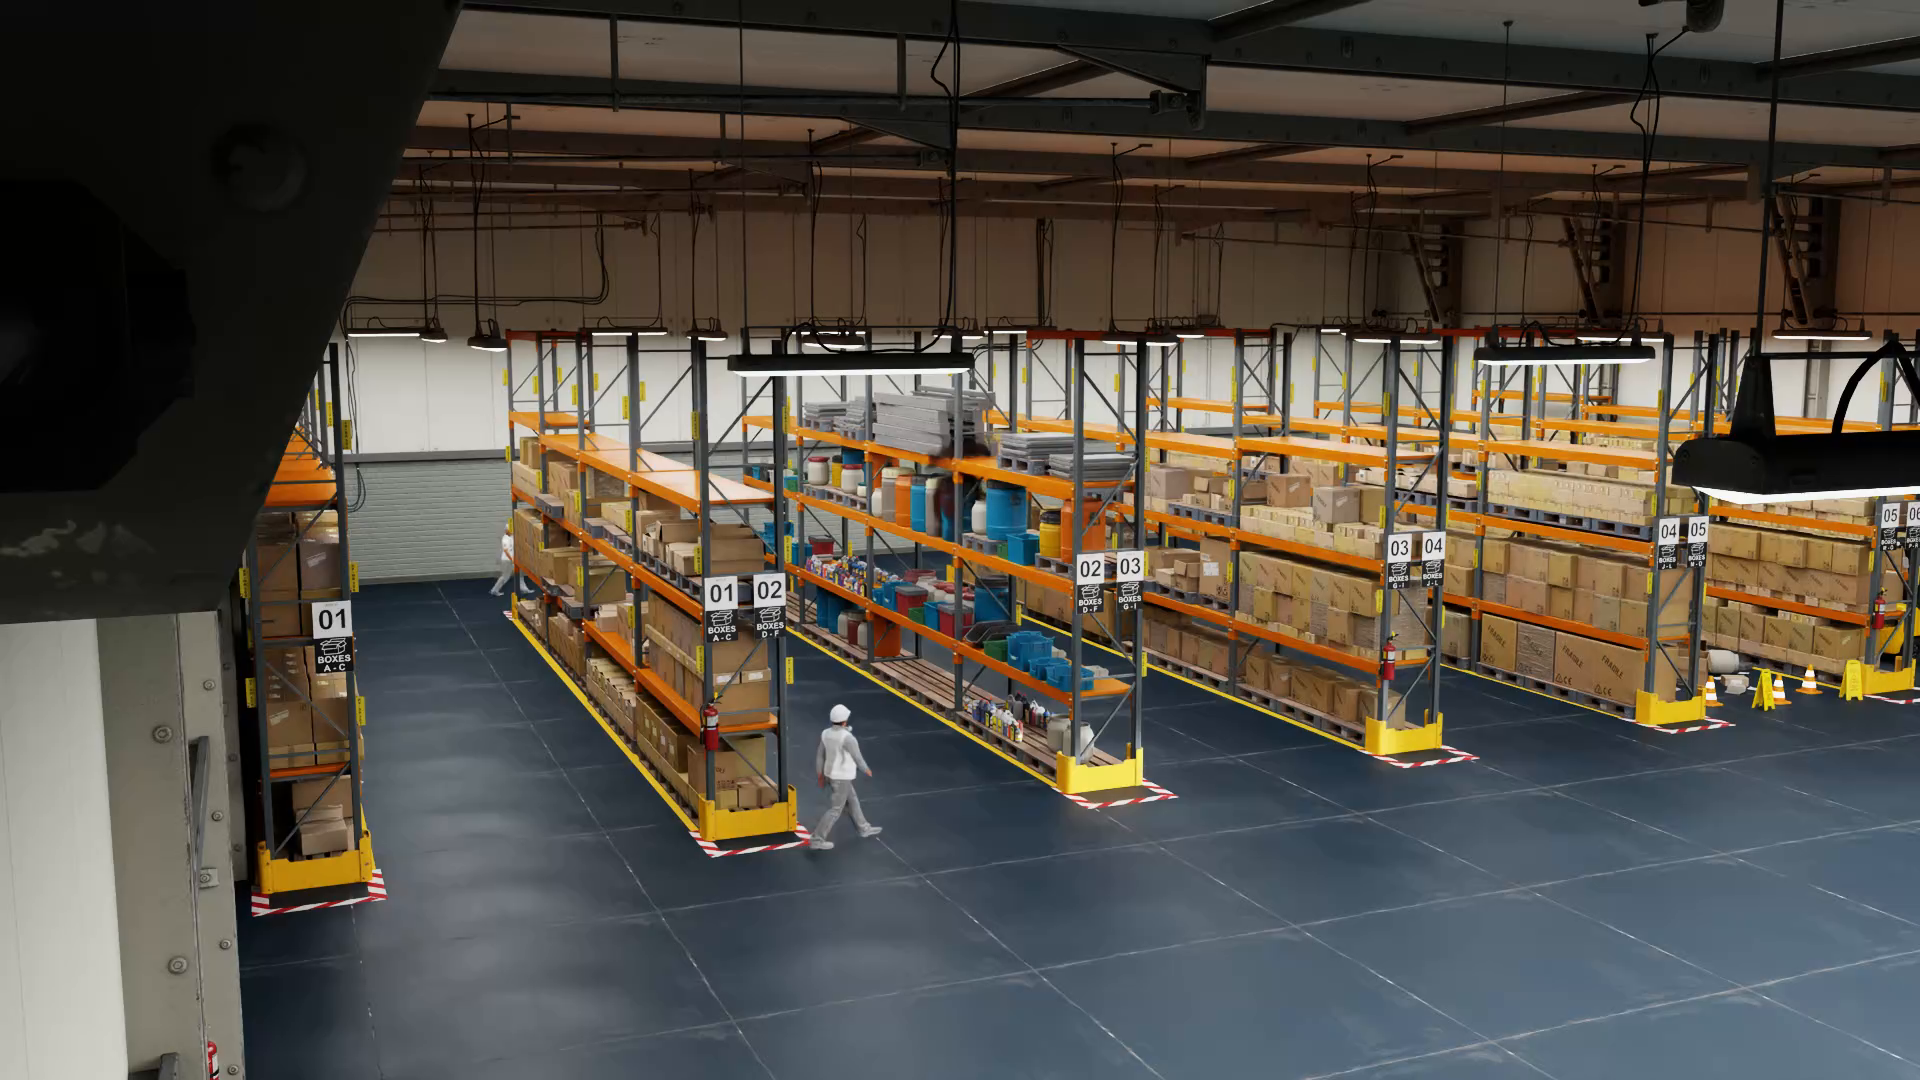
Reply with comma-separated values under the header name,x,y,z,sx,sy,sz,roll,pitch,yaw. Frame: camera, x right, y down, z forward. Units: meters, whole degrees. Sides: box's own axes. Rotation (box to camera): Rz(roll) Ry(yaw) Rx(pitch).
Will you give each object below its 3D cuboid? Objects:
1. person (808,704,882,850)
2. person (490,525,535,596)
name,x,y,z,sx,sy,sz,roll,pitch,yaw
person,-1.339,2.780,19.767,1.035,1.709,0.505,-4,9,-26
person,-10.066,0.449,37.326,0.975,1.614,0.591,-2,8,-15
